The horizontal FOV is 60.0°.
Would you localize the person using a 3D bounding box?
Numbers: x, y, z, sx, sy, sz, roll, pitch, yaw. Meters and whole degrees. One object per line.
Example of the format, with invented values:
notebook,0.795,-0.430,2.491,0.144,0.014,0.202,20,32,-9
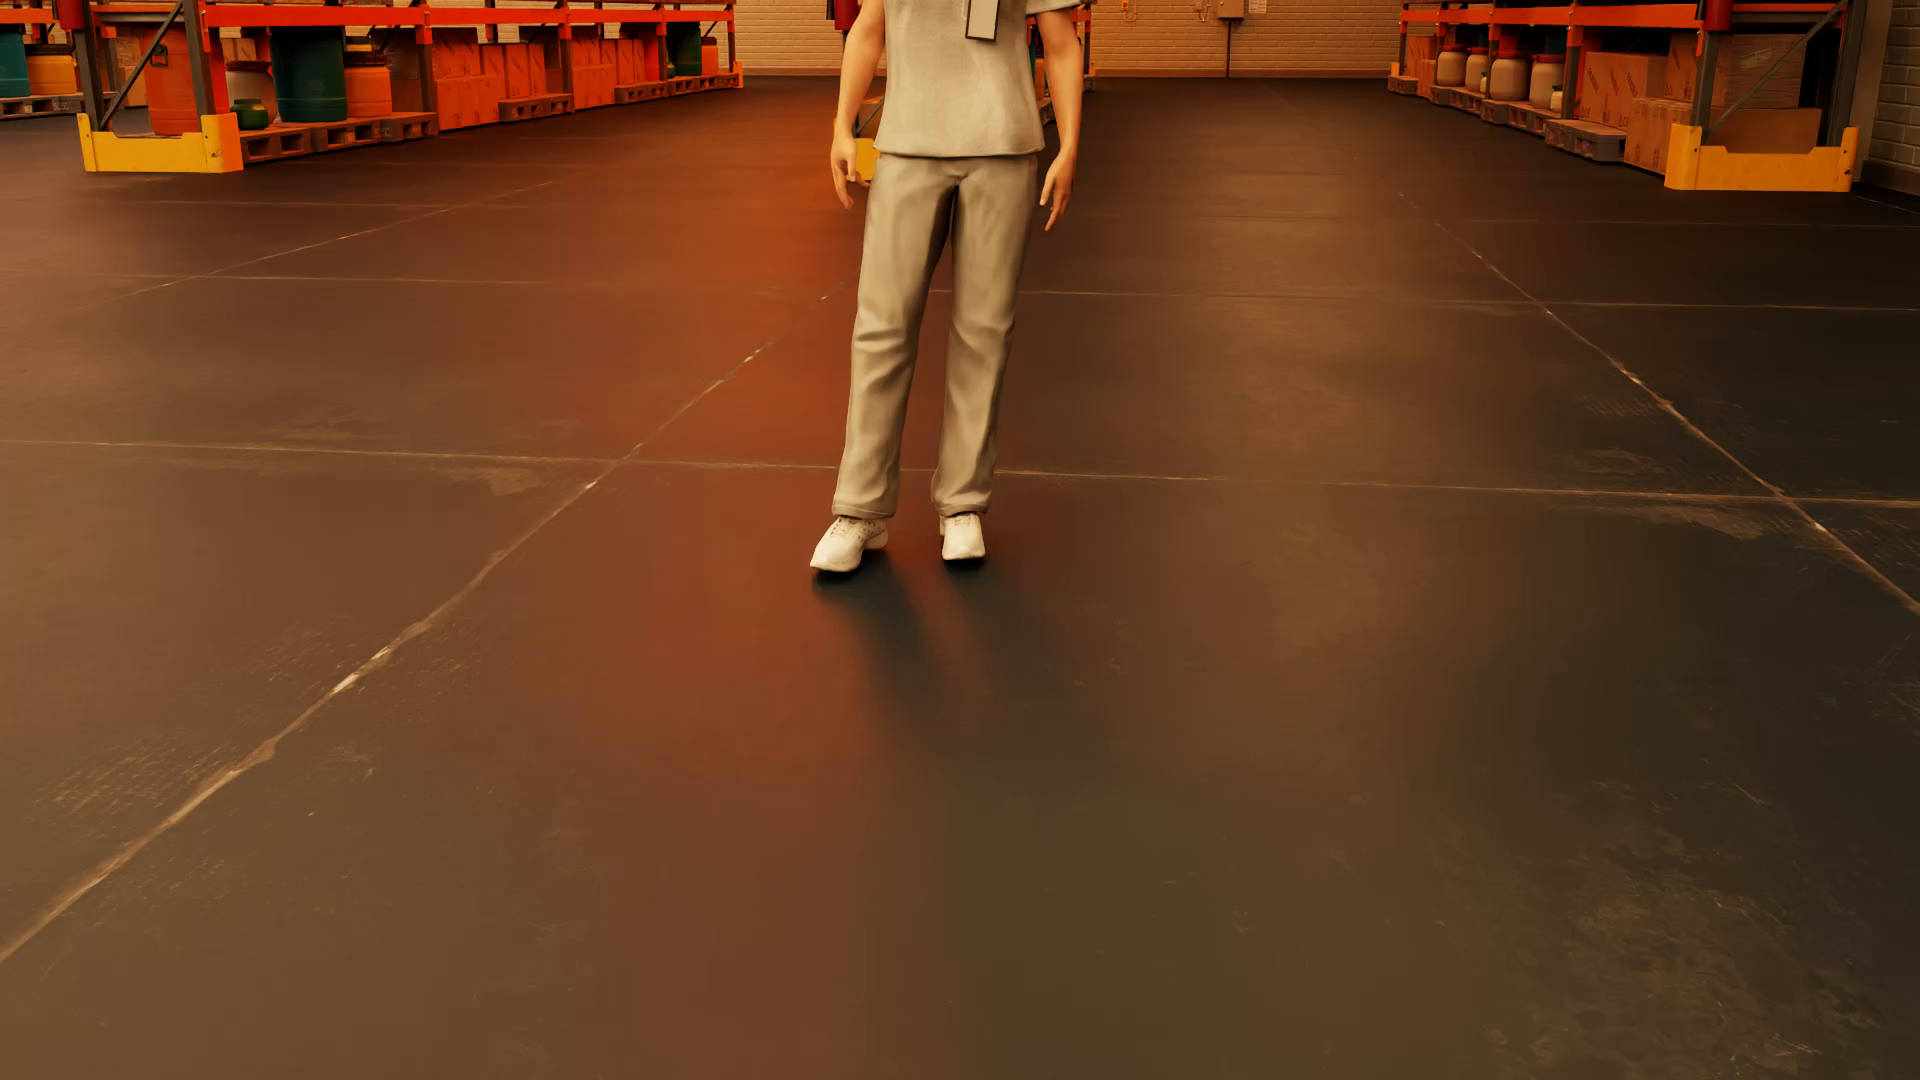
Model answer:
person,-0.023,-0.785,3.503,0.549,1.673,0.548,2,18,7
